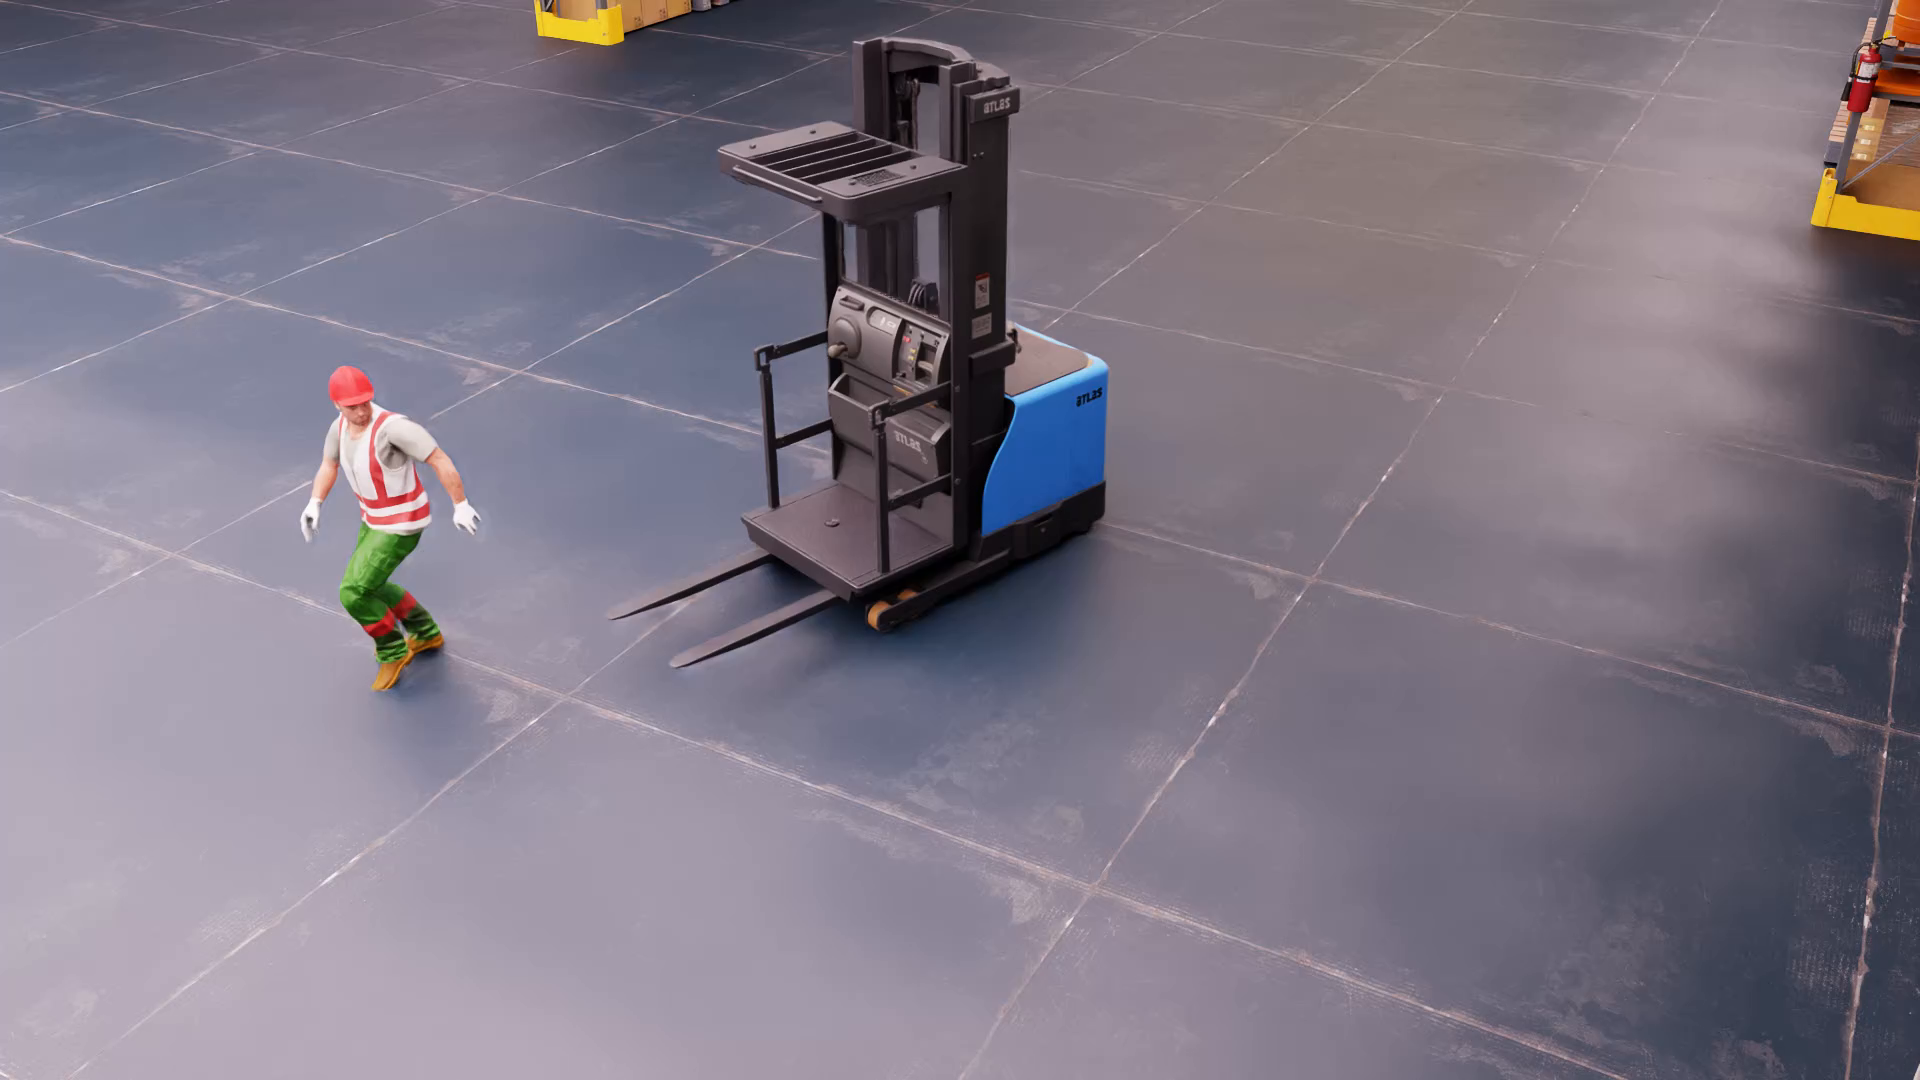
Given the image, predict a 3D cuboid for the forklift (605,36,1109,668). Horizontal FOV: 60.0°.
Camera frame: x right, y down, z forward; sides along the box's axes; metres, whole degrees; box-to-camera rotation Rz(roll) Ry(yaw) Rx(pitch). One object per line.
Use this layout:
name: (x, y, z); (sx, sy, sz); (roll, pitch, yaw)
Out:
forklift: (-0.548, -1.059, 8.905); (3.031, 2.935, 1.130); (-24, 38, -36)

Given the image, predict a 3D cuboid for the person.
person: (-2.919, -0.078, 8.466); (0.787, 1.756, 0.673); (-20, 36, -31)
